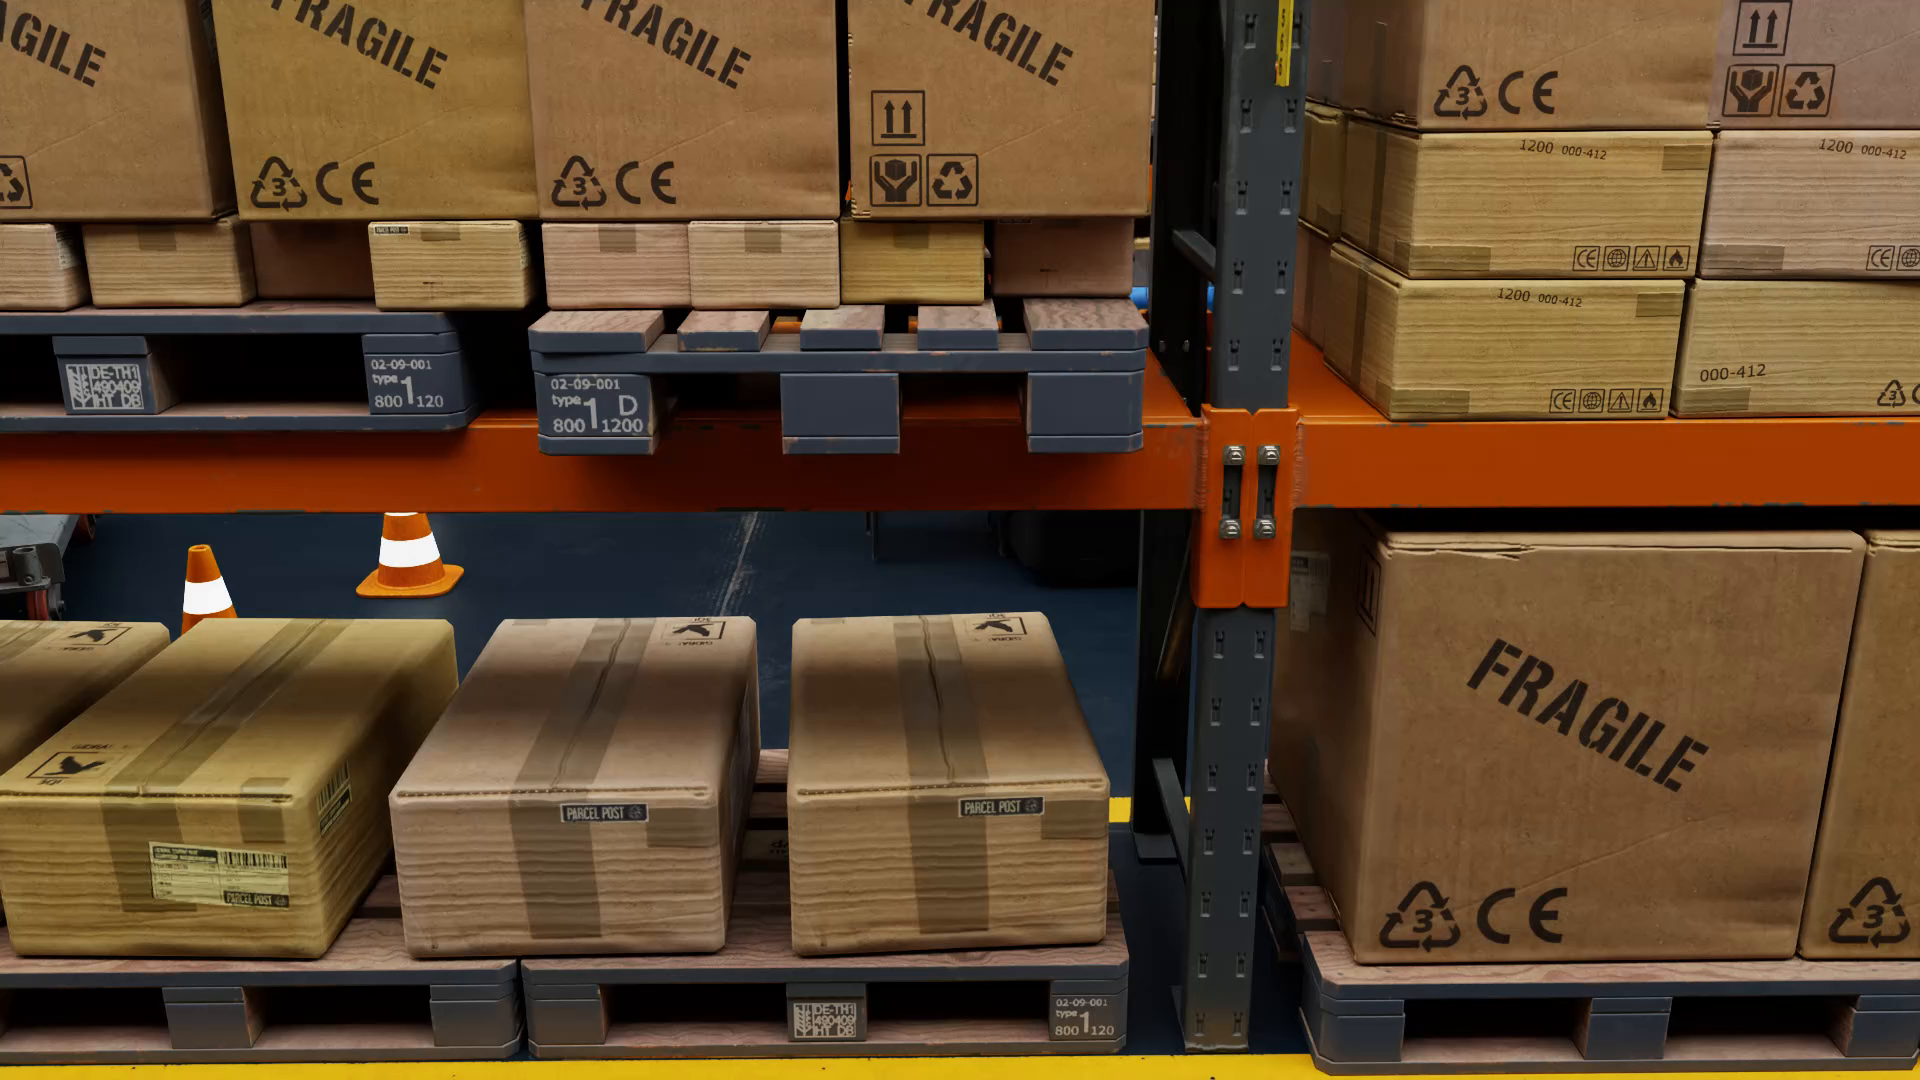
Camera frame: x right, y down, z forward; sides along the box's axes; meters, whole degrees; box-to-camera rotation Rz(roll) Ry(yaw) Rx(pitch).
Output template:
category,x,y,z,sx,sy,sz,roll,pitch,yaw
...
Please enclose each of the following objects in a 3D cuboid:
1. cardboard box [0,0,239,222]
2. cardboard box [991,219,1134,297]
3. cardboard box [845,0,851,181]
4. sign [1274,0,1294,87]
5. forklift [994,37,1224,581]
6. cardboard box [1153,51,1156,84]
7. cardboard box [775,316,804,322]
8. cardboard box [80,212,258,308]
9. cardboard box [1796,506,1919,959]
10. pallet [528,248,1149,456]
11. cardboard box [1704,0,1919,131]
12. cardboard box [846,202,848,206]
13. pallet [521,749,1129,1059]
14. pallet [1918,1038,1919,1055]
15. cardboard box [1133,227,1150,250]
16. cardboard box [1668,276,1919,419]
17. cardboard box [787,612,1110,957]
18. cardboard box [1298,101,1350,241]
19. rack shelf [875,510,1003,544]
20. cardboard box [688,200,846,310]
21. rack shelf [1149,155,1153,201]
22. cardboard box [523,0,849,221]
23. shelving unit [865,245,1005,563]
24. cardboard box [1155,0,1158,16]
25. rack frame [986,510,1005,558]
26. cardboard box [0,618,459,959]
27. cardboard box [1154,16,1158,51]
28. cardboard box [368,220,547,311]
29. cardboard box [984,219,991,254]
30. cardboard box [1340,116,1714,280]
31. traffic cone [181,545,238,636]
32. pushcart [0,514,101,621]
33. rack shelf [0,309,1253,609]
category,x,y,z,sx,sy,sz,roll,pitch,yaw
cardboard box,-1.510,-0.842,2.922,0.500,0.500,0.500,-1,18,-3
cardboard box,0.183,-0.557,3.098,0.250,0.149,0.380,0,18,1
cardboard box,-0.467,-1.004,3.427,0.500,0.500,0.500,1,18,2
sign,0.525,-0.898,2.672,0.005,0.325,0.100,0,18,-1
forklift,1.670,-1.429,6.204,3.031,2.935,1.130,-2,18,-7
cardboard box,0.814,-2.225,7.809,0.250,0.149,0.380,1,18,2
cardboard box,-1.156,-1.210,8.404,0.750,0.750,1.050,0,18,0
cardboard box,-1.365,-0.526,2.999,0.250,0.149,0.380,-1,18,-3
cardboard box,2.091,0.280,3.554,0.875,0.875,0.875,0,18,0
pallet,-0.204,-0.423,3.270,1.003,0.211,1.213,0,18,-1
cardboard box,1.500,-1.007,2.976,0.500,0.500,0.500,0,18,-1
cardboard box,-0.873,-2.580,13.053,0.500,0.500,0.700,-2,18,-5
pallet,-0.274,0.781,3.769,1.213,0.211,1.003,0,18,-1
pallet,2.514,0.792,3.735,1.213,0.211,1.003,0,18,-1
cardboard box,1.021,-1.358,8.047,0.500,0.250,0.500,-1,18,-3
cardboard box,1.514,-0.412,3.168,0.500,0.250,0.500,-1,18,-2
cardboard box,-0.058,0.500,3.691,0.625,0.372,0.950,-1,18,-5
cardboard box,0.988,-0.797,3.549,0.500,0.250,0.500,0,18,-1
rack shelf,-0.103,-0.304,6.393,0.480,0.518,0.431,-2,18,-7
cardboard box,-0.335,-0.519,2.979,0.250,0.149,0.380,0,18,-1
rack shelf,2.328,-1.729,8.204,4.000,0.370,1.077,0,18,-1
cardboard box,-0.460,-0.847,2.938,0.500,0.500,0.500,-1,18,-2
shelving unit,-0.103,-0.983,6.175,0.503,2.100,0.431,-2,18,-7
cardboard box,1.734,-4.103,12.622,0.637,0.503,0.797,0,18,0
rack frame,0.139,-0.992,6.204,0.015,2.100,0.400,-2,18,-7
cardboard box,-1.554,0.508,3.666,0.625,0.372,0.950,0,18,1
cardboard box,0.798,-2.369,7.770,0.250,0.149,0.380,0,18,-1
cardboard box,-0.862,-0.515,2.965,0.250,0.149,0.380,0,18,0
cardboard box,0.179,-0.686,3.499,0.250,0.149,0.380,-1,18,-4
cardboard box,1.018,-0.644,3.072,0.500,0.250,0.500,0,18,-1
traffic cone,-2.274,0.243,5.032,0.334,0.463,0.336,0,18,-1
pushcart,-3.578,0.021,5.863,0.936,0.377,1.648,-7,19,-20
rack shelf,-1.492,-0.198,3.433,4.000,0.370,1.077,0,18,-1
